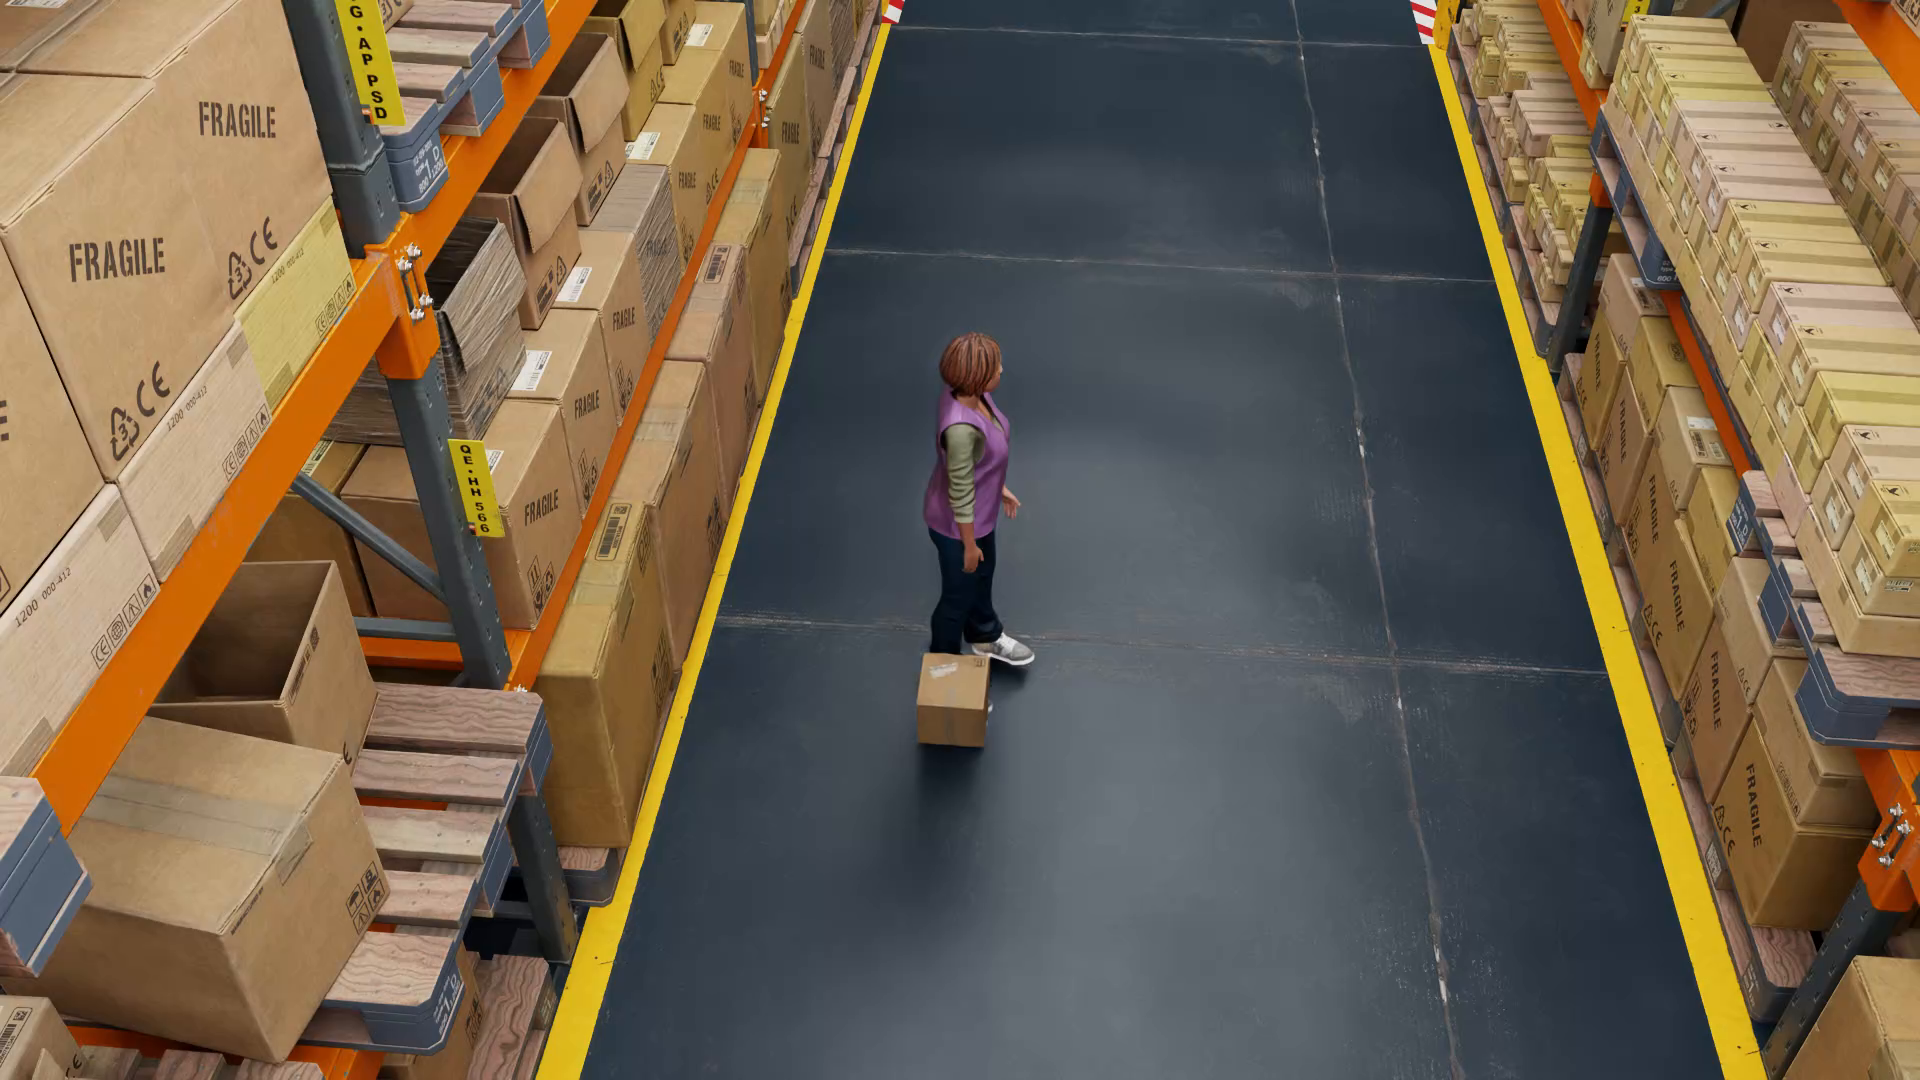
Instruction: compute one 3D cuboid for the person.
[{"bbox_3d":[0.075,-0.062,6.202,0.438,1.605,0.452,4,41,5],"label":"person"}]
